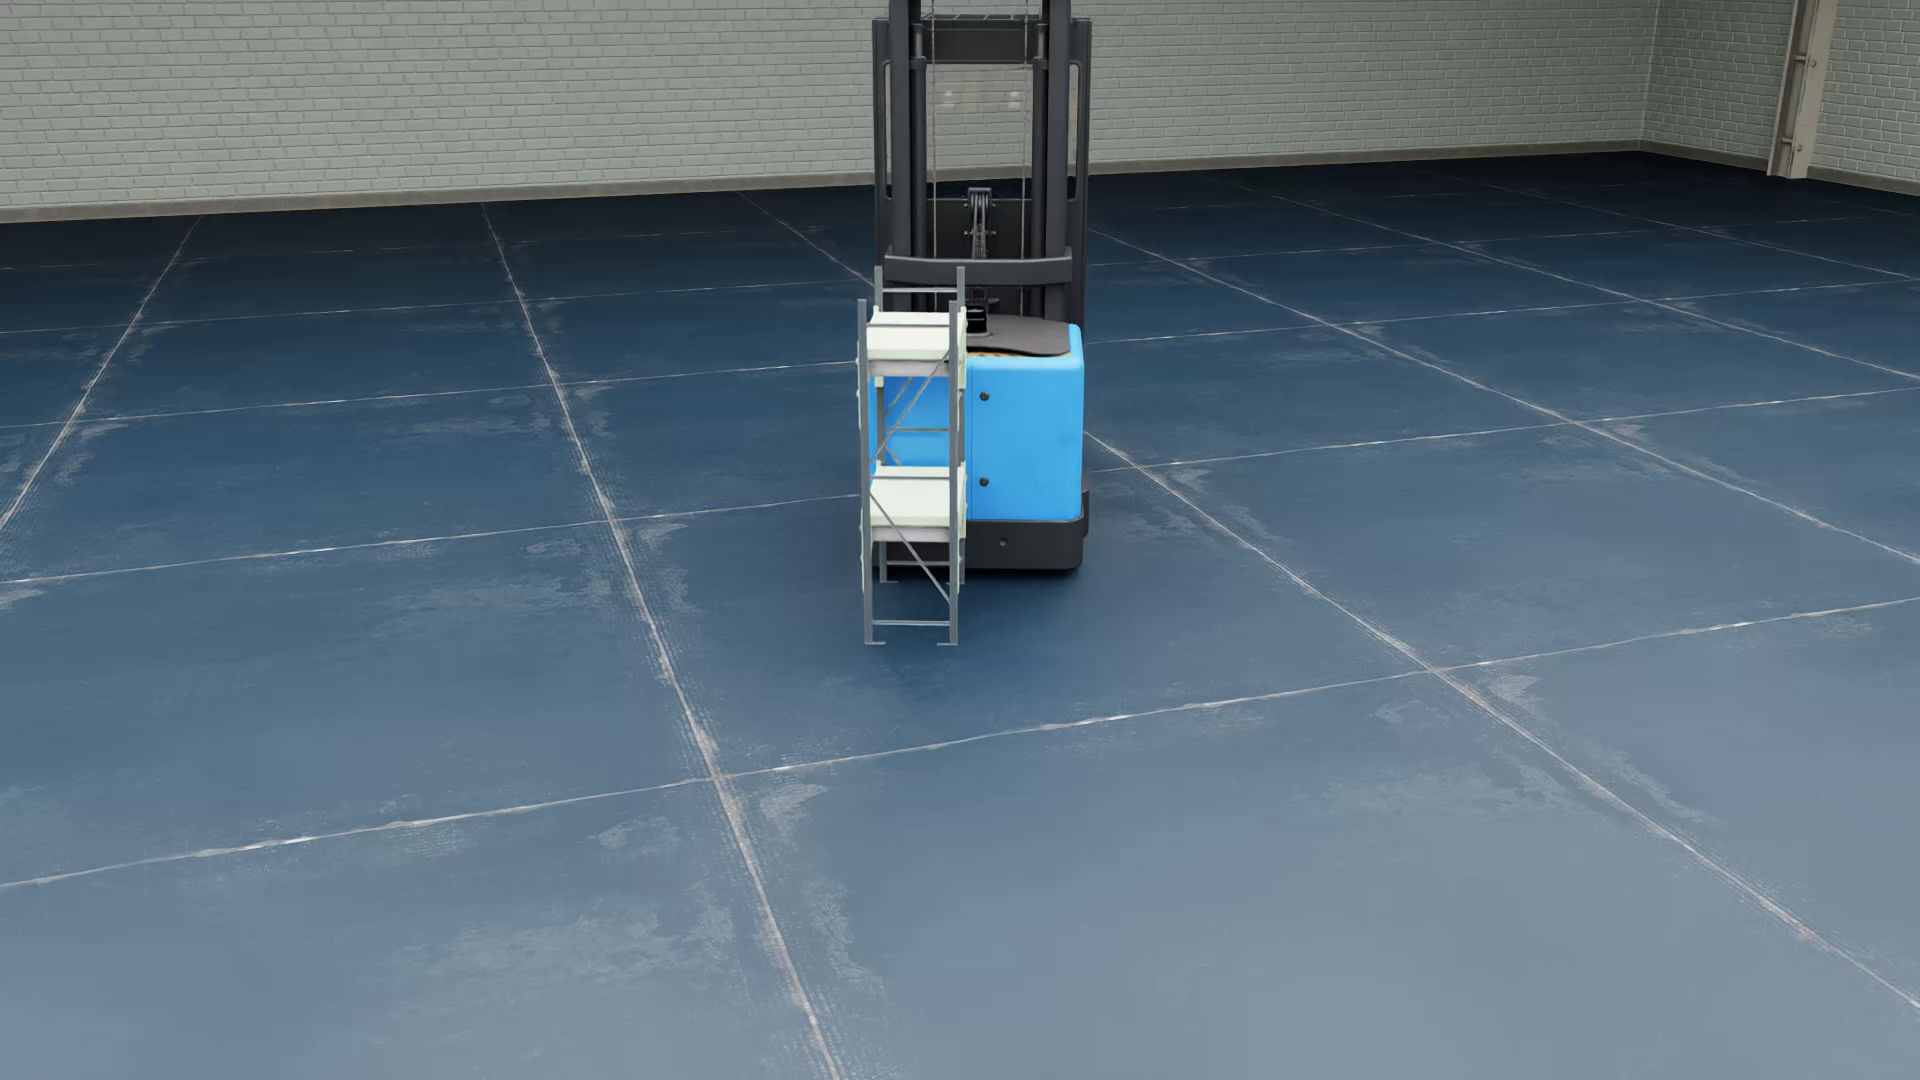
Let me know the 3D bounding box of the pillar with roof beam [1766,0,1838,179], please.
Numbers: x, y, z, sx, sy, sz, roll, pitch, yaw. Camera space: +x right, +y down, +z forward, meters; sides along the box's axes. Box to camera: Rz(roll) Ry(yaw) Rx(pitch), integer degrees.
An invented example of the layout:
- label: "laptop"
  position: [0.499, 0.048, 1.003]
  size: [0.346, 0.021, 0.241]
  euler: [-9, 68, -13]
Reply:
- label: "pillar with roof beam"
  position: [6.618, -8.486, 18.730]
  size: [9.100, 9.000, 0.400]
  euler: [-6, 21, -17]

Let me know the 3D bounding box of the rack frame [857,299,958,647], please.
- label: "rack frame"
  position: [-0.210, -0.253, 6.902]
  size: [0.400, 1.500, 0.023]
  euler: [1, 20, 2]

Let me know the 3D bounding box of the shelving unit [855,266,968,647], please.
- label: "shelving unit"
  position: [-0.194, -0.376, 7.246]
  size: [0.431, 1.500, 0.755]
  euler: [1, 20, 2]

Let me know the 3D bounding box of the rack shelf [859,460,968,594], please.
- label: "rack shelf"
  position: [-0.194, -0.070, 7.356]
  size: [0.431, 0.370, 0.720]
  euler: [1, 20, 2]

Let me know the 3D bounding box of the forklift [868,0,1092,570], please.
- label: "forklift"
  position: [0.119, -1.689, 8.784]
  size: [1.130, 2.935, 3.031]
  euler: [1, 20, 2]

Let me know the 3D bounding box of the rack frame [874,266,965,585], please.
- label: "rack frame"
  position: [-0.178, -0.500, 7.590]
  size: [0.400, 1.500, 0.023]
  euler: [1, 20, 2]

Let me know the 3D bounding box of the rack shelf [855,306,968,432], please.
- label: "rack shelf"
  position: [-0.194, -0.744, 7.114]
  size: [0.431, 0.370, 0.720]
  euler: [1, 20, 2]
